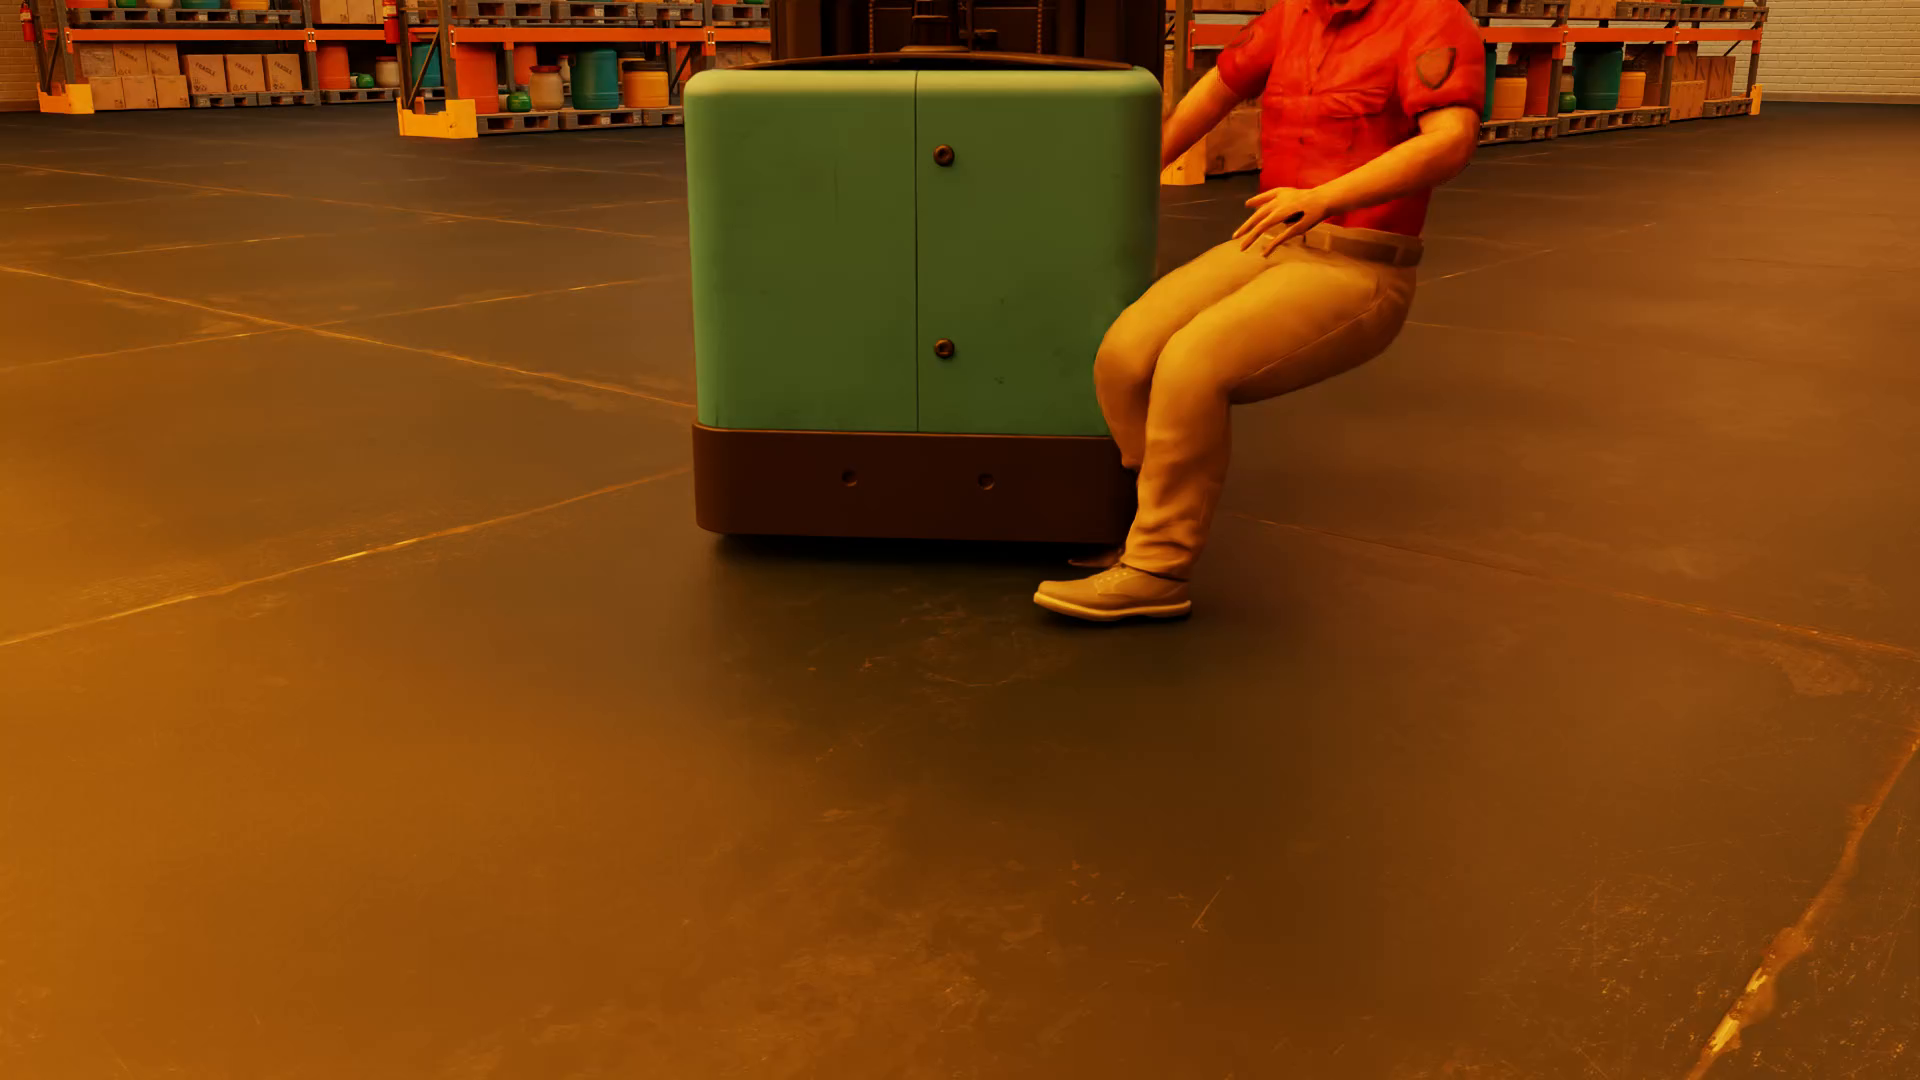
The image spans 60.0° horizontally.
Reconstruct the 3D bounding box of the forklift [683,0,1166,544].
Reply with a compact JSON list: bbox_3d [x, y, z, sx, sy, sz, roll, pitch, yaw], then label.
[{"bbox_3d":[0.043,-1.773,4.736,1.130,2.935,3.031,1,17,5],"label":"forklift"}]

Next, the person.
[{"bbox_3d":[0.552,-0.564,3.335,0.843,1.531,0.819,-11,20,-32],"label":"person"}]
